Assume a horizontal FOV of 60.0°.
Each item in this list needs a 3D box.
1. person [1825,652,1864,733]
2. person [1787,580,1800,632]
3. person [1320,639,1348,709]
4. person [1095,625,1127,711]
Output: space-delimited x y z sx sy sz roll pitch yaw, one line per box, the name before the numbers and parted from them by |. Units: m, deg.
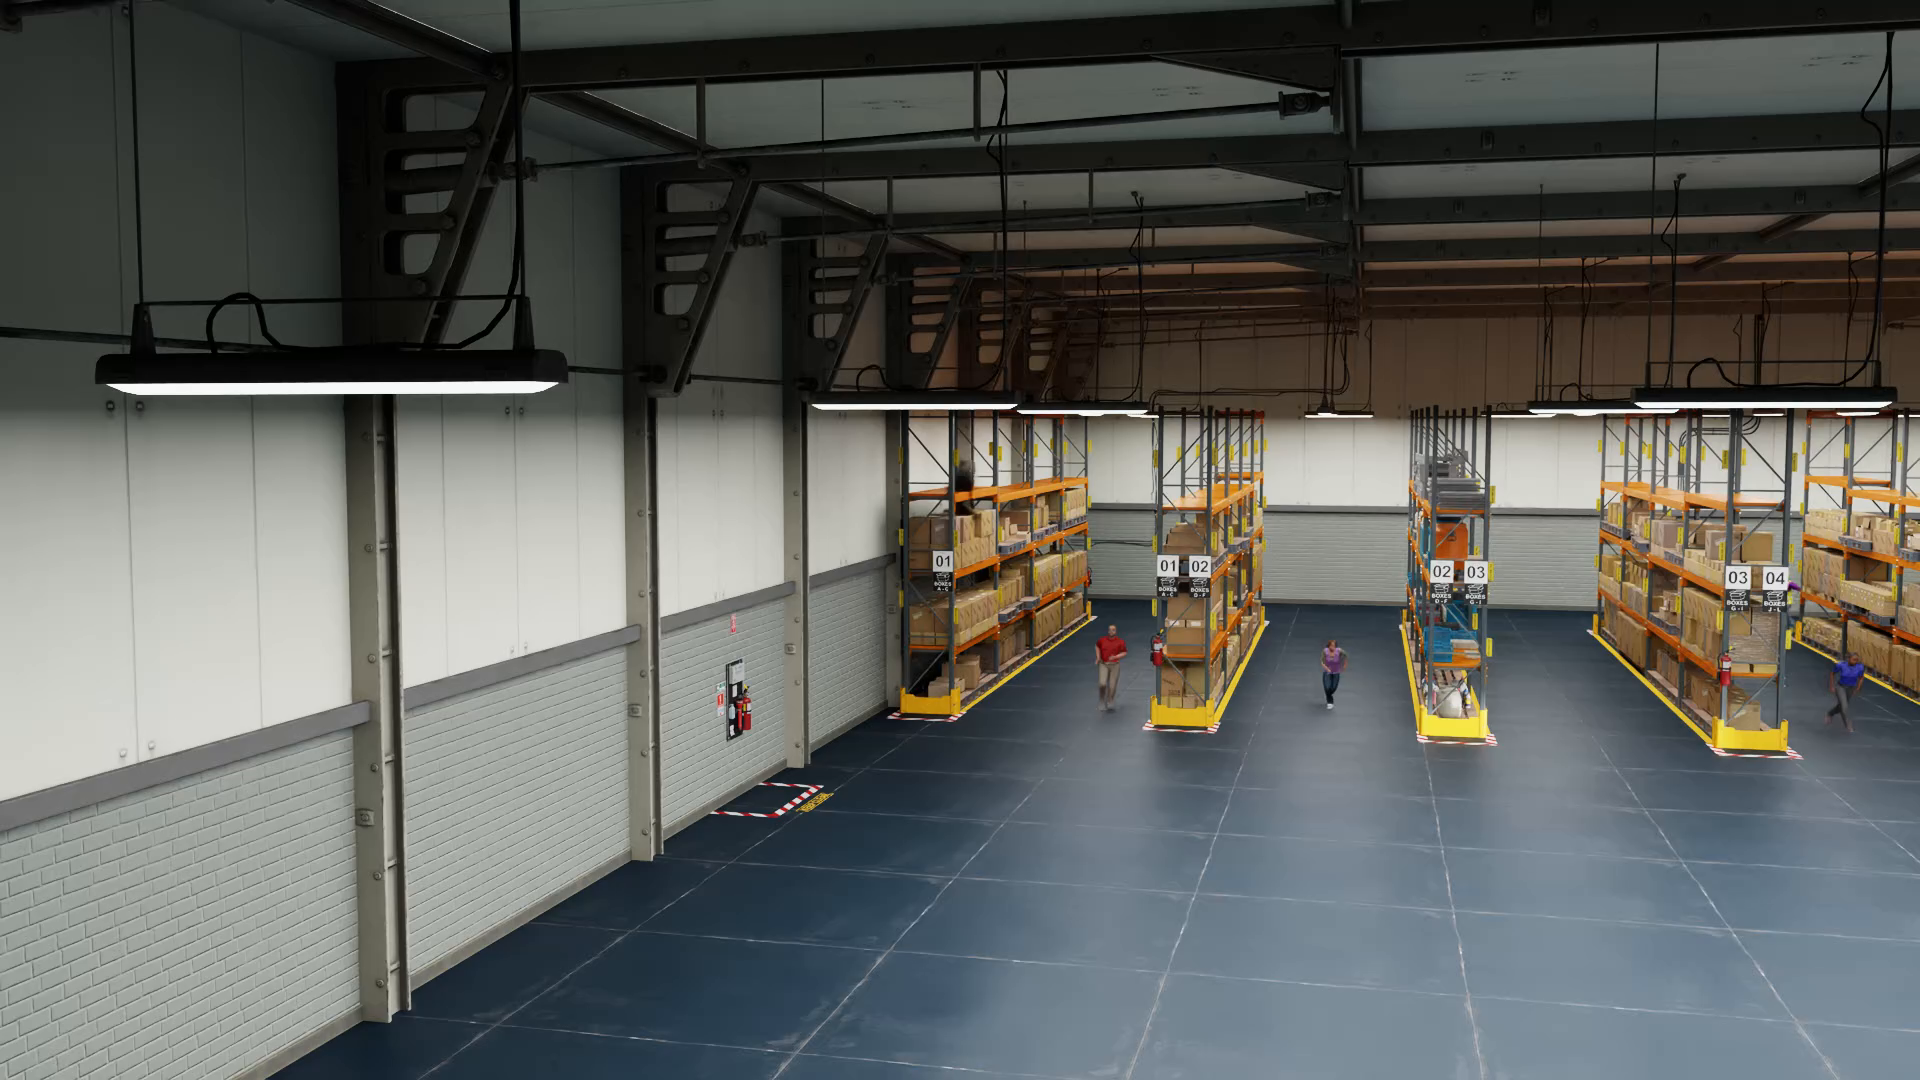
person | 16.330 2.760 30.765 0.570 1.513 1.025 1 4 8
person | 22.031 1.698 44.352 0.882 1.759 0.709 -1 4 -13
person | 7.392 2.656 32.882 0.565 1.425 0.769 1 4 8
person | 2.969 2.533 32.811 0.629 1.730 0.668 1 4 8
